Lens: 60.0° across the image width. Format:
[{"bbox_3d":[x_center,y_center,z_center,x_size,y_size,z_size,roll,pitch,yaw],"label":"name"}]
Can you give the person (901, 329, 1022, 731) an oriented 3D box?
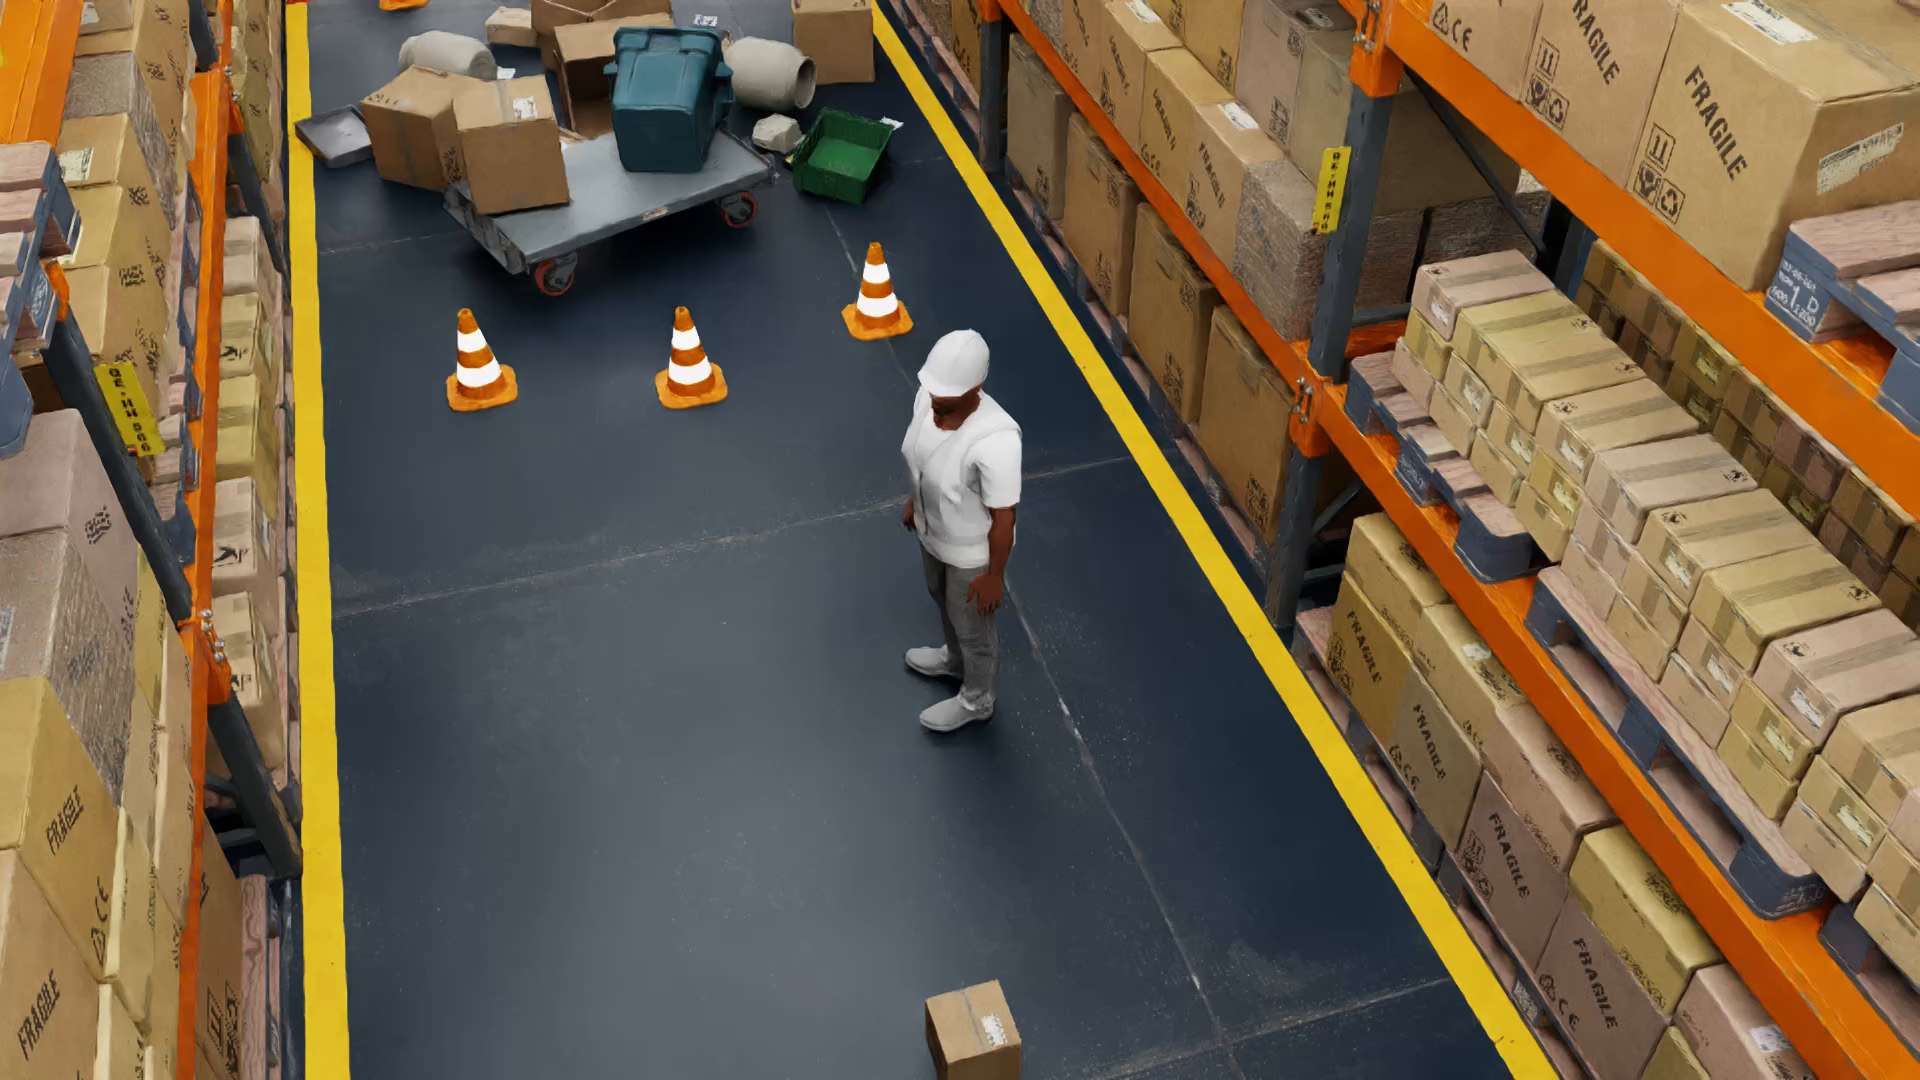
[{"bbox_3d":[-0.027,-0.020,6.122,0.386,1.774,0.650,-20,46,-21],"label":"person"}]
